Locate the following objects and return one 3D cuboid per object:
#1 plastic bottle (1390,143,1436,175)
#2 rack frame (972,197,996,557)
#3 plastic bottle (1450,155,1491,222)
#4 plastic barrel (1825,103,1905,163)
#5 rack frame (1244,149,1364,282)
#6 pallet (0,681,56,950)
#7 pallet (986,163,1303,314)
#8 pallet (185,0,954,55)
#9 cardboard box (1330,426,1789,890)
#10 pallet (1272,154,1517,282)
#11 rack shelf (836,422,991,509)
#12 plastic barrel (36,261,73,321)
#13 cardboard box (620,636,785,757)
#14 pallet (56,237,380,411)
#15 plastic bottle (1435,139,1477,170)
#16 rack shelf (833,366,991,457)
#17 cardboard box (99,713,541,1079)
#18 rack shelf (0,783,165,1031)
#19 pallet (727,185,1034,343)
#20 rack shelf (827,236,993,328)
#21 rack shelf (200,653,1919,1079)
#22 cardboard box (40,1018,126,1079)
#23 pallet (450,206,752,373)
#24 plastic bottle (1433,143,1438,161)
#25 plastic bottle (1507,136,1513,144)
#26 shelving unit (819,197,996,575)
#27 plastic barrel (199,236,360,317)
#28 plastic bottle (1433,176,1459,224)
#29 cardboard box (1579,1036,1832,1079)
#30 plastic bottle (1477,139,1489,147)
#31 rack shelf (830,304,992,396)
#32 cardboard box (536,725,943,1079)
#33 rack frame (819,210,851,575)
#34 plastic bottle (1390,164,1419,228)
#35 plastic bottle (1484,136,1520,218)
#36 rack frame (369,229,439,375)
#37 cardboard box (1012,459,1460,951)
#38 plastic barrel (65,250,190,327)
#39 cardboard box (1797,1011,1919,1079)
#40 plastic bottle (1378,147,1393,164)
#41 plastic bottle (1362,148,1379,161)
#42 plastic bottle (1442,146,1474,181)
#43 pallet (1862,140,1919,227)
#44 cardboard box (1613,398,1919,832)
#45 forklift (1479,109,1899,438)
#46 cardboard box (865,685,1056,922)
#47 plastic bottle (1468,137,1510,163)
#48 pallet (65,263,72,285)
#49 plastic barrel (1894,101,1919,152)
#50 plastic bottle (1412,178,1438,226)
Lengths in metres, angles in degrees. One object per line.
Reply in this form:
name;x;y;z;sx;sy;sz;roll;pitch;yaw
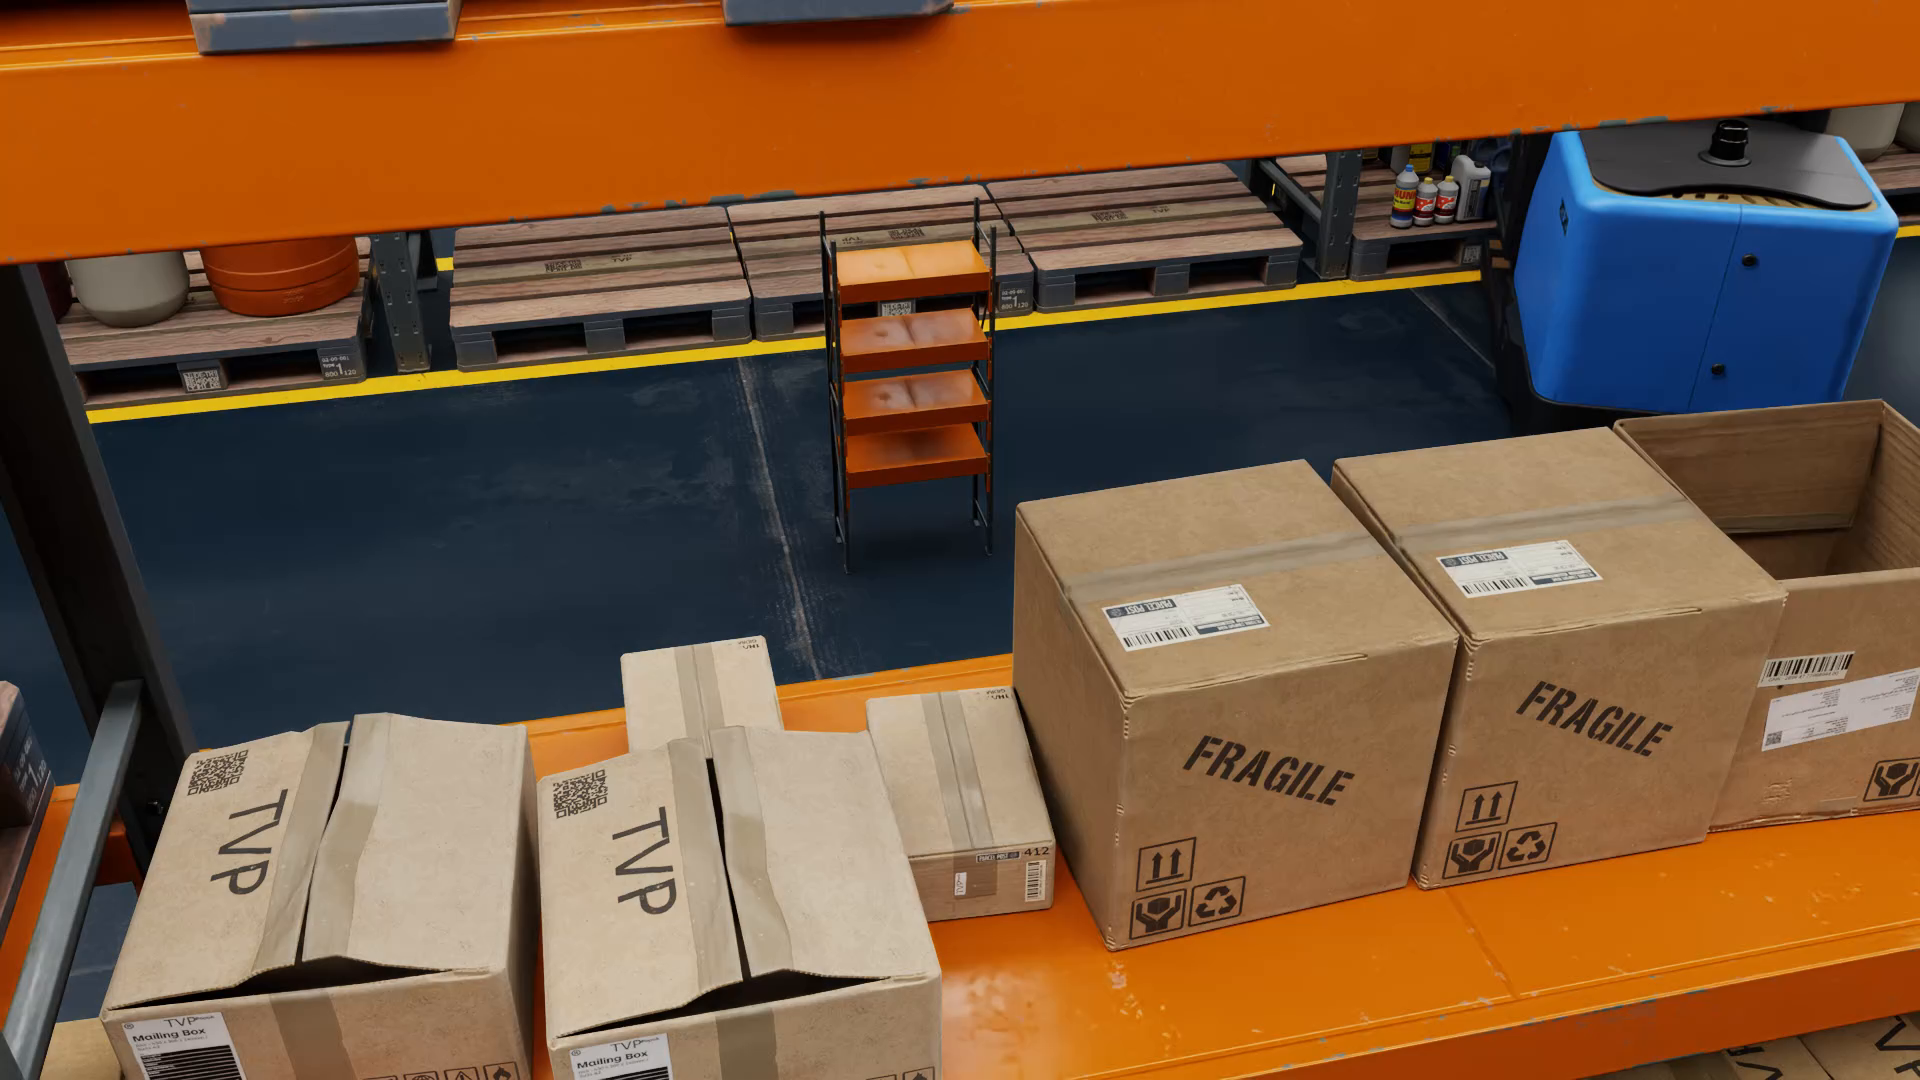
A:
plastic bottle;2.170;-1.926;7.910;0.185;0.351;0.144;-7;35;-11
rack frame;0.077;-0.508;5.430;0.015;1.200;0.240;-7;35;-11
plastic bottle;2.291;-1.593;7.481;0.135;0.276;0.152;-6;34;-9
plastic barrel;4.361;-2.134;8.094;0.421;0.512;0.421;0;34;0
rack frame;1.574;-2.685;7.060;0.127;3.000;1.000;-7;35;-11
pallet;-1.884;0.700;2.187;1.003;0.211;1.213;-7;35;-11
pallet;0.817;-1.410;7.661;1.213;0.211;1.003;-7;35;-11
pallet;-0.596;-0.800;1.728;1.003;0.211;1.213;-6;34;-8
cardboard box;0.908;0.178;2.704;0.500;0.500;0.500;-7;35;-10
pallet;2.238;-1.587;7.926;1.213;0.211;1.003;-7;35;-11
rack shelf;-0.161;-0.257;5.533;0.480;0.148;0.258;-7;35;-11
plastic barrel;-3.902;-1.158;6.572;0.708;0.588;0.600;-7;35;-11
cardboard box;-0.422;0.343;2.773;0.250;0.149;0.380;-7;35;-11
pallet;-3.087;-0.916;6.926;1.213;0.211;1.003;-7;35;-11
plastic bottle;2.383;-1.919;7.967;0.135;0.276;0.152;-7;35;-11
rack shelf;-0.161;-0.422;5.423;0.480;0.148;0.258;-7;35;-11
cardboard box;-0.874;0.515;2.371;0.500;0.311;0.500;-5;34;-8
rack shelf;-3.189;1.044;2.149;4.000;0.370;1.077;-7;35;-11
pallet;-0.376;-1.258;7.435;1.213;0.211;1.003;-7;35;-11
rack shelf;-0.161;-0.804;5.166;0.480;0.148;0.258;-7;35;-11
rack shelf;0.712;0.552;2.881;4.000;0.370;1.077;-7;35;-11
cardboard box;-1.745;1.255;3.037;0.500;0.500;0.500;-6;34;-9
pallet;-1.563;-1.110;7.214;1.213;0.211;1.003;-7;35;-11
plastic bottle;2.326;-2.027;8.062;0.185;0.351;0.144;-9;35;-13
plastic bottle;2.688;-1.987;8.061;0.133;0.283;0.061;-7;35;-11
shelving unit;-0.161;-0.478;5.385;0.503;1.200;0.258;-7;35;-11
plastic barrel;-2.801;-1.397;6.711;0.708;0.830;0.600;-7;35;-11
plastic bottle;2.180;-1.532;7.457;0.097;0.201;0.097;0;34;0
cardboard box;1.338;1.075;3.044;0.500;0.311;0.500;-7;35;-11
plastic bottle;2.641;-2.067;8.121;0.185;0.351;0.144;-7;35;-11
rack shelf;-0.161;-0.608;5.298;0.480;0.148;0.258;-7;35;-11
cardboard box;-0.323;0.531;2.346;0.500;0.311;0.500;-8;35;-11
rack frame;-0.399;-0.448;5.341;0.015;1.200;0.240;-7;35;-11
plastic bottle;1.981;-1.536;7.401;0.097;0.271;0.097;0;34;0
plastic bottle;2.453;-1.642;7.487;0.185;0.351;0.144;-6;34;-9
rack frame;-2.327;-2.194;6.327;0.127;3.000;1.000;-7;35;-11
cardboard box;0.395;0.242;2.607;0.500;0.500;0.500;-9;35;-13
plastic barrel;-3.332;-1.148;6.624;0.421;0.512;0.421;0;34;0
cardboard box;1.825;1.015;3.133;0.500;0.311;0.500;-6;34;-9
plastic bottle;2.139;-2.004;8.027;0.185;0.351;0.144;-8;35;-12
plastic bottle;1.970;-1.979;8.049;0.133;0.283;0.061;-6;34;-8
plastic bottle;2.267;-1.653;7.565;0.133;0.283;0.061;-7;35;-11
pallet;4.618;-1.887;8.373;1.213;0.211;1.003;-7;35;-11
cardboard box;1.397;0.116;2.795;0.500;0.500;0.500;-5;34;-7
forklift;2.849;-2.221;6.430;1.130;2.935;3.031;6;34;9
cardboard box;-0.007;0.416;2.664;0.250;0.149;0.380;-5;34;-7
plastic bottle;2.421;-1.720;7.604;0.185;0.351;0.144;-7;35;-11
pallet;-4.275;-0.768;6.705;1.213;0.211;1.003;-7;35;-11
plastic barrel;4.850;-2.196;8.186;0.421;0.512;0.421;0;34;0
plastic bottle;2.081;-1.519;7.439;0.097;0.201;0.097;0;34;0
